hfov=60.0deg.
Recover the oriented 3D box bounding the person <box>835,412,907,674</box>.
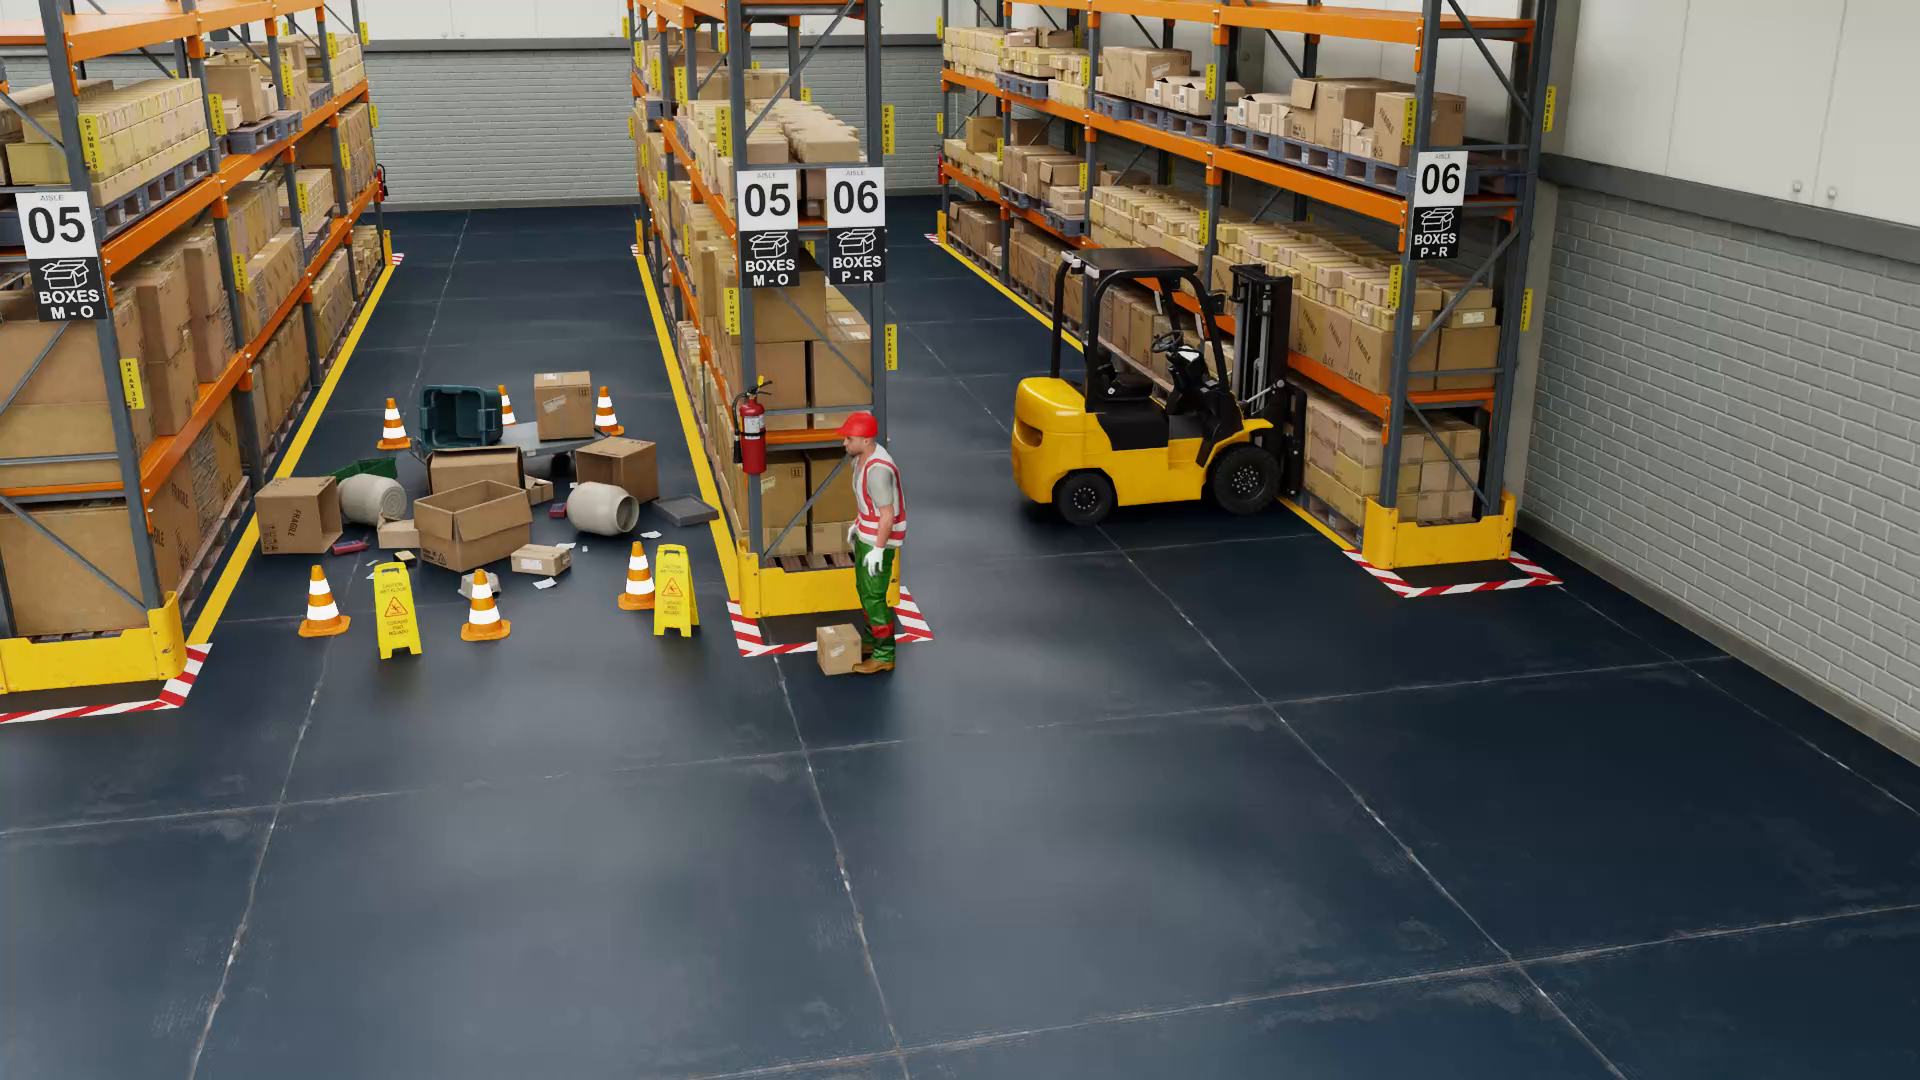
[{"bbox_3d":[-0.593,0.006,11.026,0.446,1.780,0.623,-5,20,-15],"label":"person"}]
